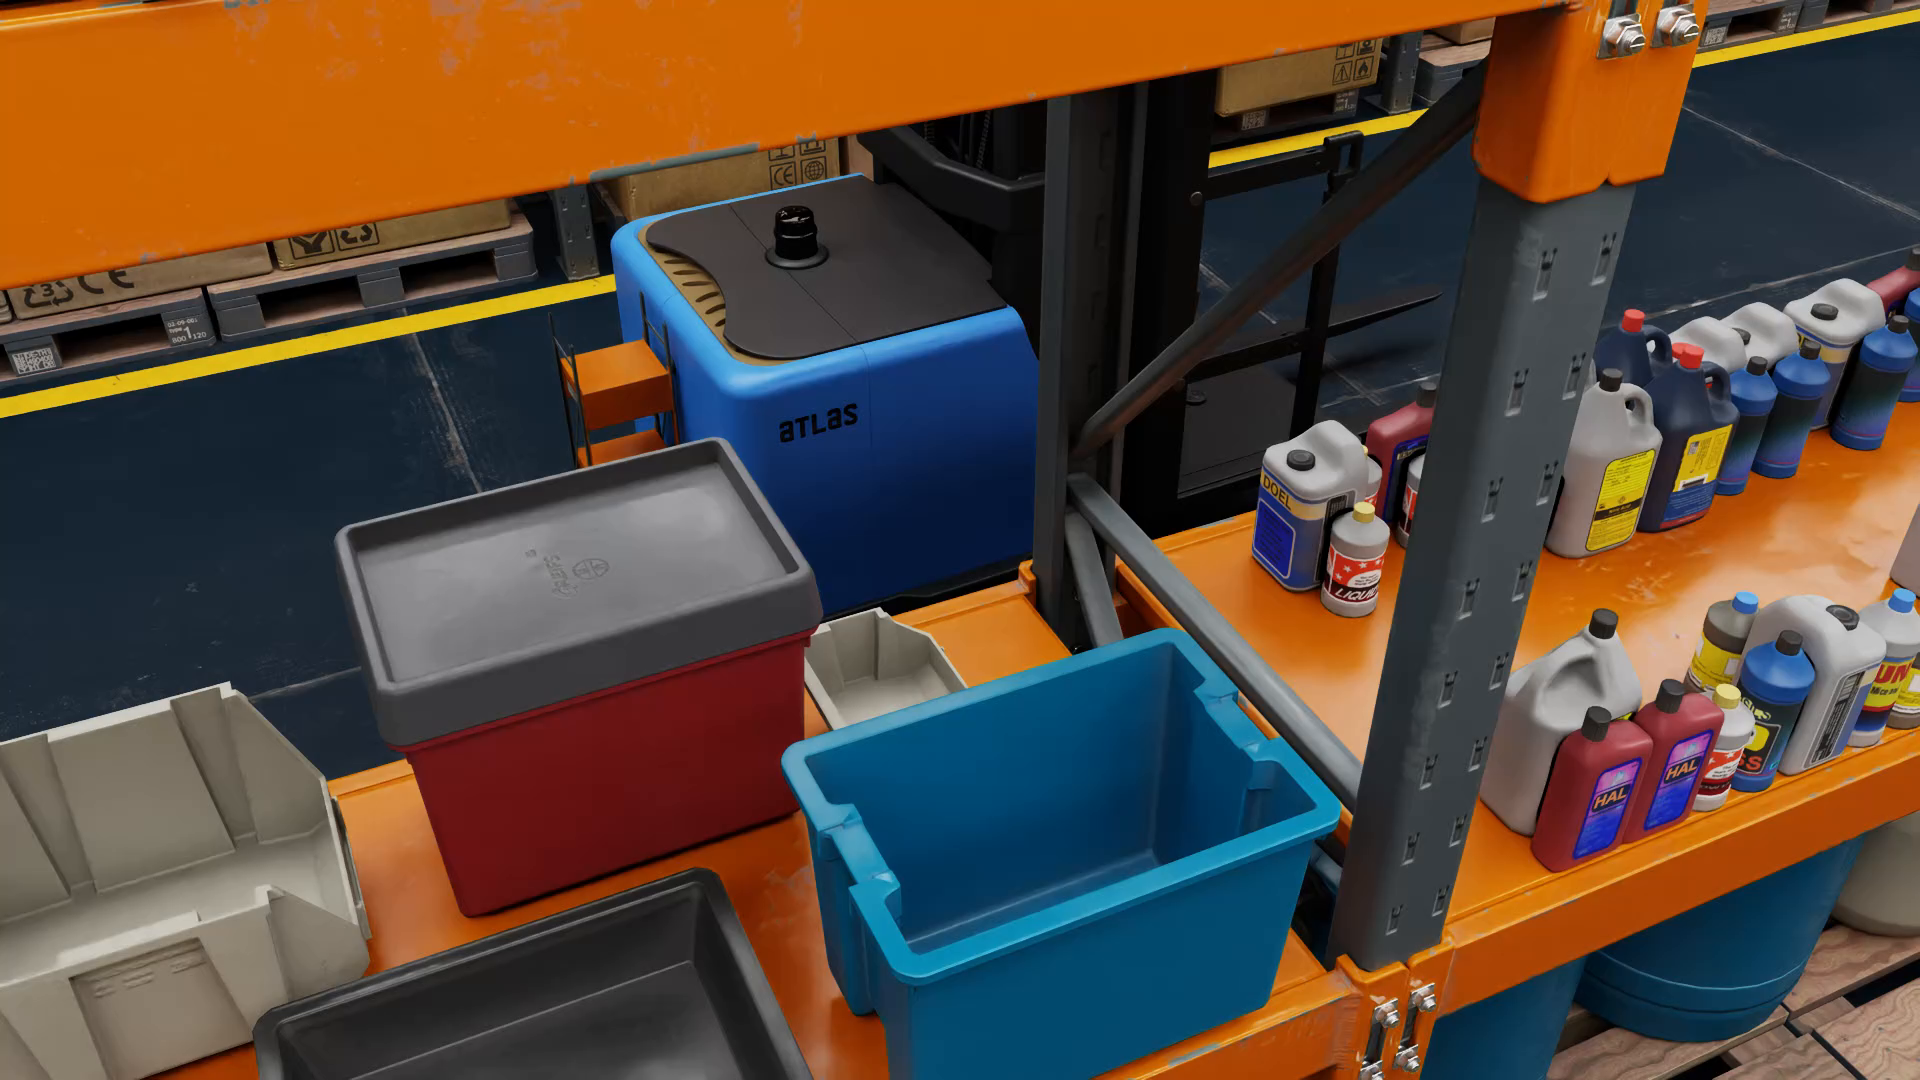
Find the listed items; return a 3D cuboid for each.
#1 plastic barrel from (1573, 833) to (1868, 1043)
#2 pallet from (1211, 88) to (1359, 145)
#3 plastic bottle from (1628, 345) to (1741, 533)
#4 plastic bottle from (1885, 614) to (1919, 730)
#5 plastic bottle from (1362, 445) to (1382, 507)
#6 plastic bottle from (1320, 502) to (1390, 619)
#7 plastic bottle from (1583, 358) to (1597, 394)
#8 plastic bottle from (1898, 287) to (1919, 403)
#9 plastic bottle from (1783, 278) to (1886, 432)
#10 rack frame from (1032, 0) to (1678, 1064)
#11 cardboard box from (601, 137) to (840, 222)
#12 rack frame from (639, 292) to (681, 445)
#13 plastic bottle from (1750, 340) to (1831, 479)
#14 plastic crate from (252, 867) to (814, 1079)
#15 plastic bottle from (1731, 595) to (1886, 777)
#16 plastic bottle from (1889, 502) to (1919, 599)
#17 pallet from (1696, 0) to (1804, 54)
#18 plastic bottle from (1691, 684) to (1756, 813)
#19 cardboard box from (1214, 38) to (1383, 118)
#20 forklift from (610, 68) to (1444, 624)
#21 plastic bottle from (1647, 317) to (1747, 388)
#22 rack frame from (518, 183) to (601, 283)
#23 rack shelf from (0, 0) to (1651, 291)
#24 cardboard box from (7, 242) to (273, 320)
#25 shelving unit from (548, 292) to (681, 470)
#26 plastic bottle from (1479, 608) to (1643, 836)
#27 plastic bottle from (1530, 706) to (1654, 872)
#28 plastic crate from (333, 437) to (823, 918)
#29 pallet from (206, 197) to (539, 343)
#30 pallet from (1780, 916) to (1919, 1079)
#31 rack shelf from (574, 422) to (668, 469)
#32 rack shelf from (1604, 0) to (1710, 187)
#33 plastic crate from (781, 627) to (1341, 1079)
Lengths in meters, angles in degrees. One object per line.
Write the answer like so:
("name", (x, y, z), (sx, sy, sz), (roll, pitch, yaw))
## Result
("plastic barrel", (1.534, 0.525, 3.434), (0.708, 0.901, 0.600), (-16, 39, -20))
("pallet", (1.164, -2.246, 8.102), (1.213, 0.211, 1.003), (-16, 39, -20))
("plastic bottle", (1.315, -0.200, 3.043), (0.185, 0.351, 0.144), (-16, 39, -20))
("plastic bottle", (1.510, 0.194, 2.637), (0.097, 0.201, 0.097), (0, 37, 0))
("plastic bottle", (0.706, -0.080, 3.007), (0.097, 0.201, 0.097), (0, 37, 0))
("plastic bottle", (0.682, 0.026, 2.863), (0.097, 0.201, 0.097), (0, 37, 0))
("plastic bottle", (1.086, -0.231, 3.085), (0.185, 0.351, 0.144), (-16, 39, -20))
("plastic bottle", (1.971, -0.422, 3.409), (0.097, 0.271, 0.097), (0, 37, 0))
("plastic bottle", (1.731, -0.379, 3.347), (0.135, 0.276, 0.152), (-16, 39, -20))
("rack frame", (0.393, 0.158, 2.519), (0.127, 3.000, 1.000), (-16, 39, -20))
("cardboard box", (-1.141, -2.001, 6.861), (0.875, 0.875, 1.225), (-15, 39, -20))
("rack frame", (-0.794, -0.178, 4.608), (0.008, 1.050, 0.200), (-17, 40, -22))
("plastic bottle", (1.591, -0.256, 3.185), (0.097, 0.271, 0.097), (0, 37, 0))
("plastic crate", (-0.506, 0.673, 2.006), (0.590, 0.125, 0.437), (-16, 39, -20))
("plastic bottle", (1.305, 0.204, 2.562), (0.135, 0.276, 0.152), (-16, 39, -20))
("plastic bottle", (1.747, -0.020, 2.863), (0.135, 0.276, 0.152), (-16, 39, -20))
("pallet", (3.720, -2.909, 8.995), (1.213, 0.211, 1.003), (-16, 39, -20))
("plastic bottle", (1.124, 0.302, 2.491), (0.097, 0.201, 0.097), (0, 37, 0))
("cardboard box", (1.276, -2.677, 7.773), (0.875, 0.875, 1.225), (-17, 40, -22))
("forklift", (0.559, -1.349, 4.609), (3.031, 2.935, 1.130), (-17, 40, -22))
("plastic bottle", (1.400, -0.286, 3.222), (0.135, 0.276, 0.152), (-16, 39, -20))
("rack frame", (-1.711, -2.513, 6.120), (0.127, 3.000, 1.000), (-16, 39, -20))
("rack shelf", (-1.417, -0.251, 1.157), (4.000, 0.370, 1.077), (-16, 39, -20))
("cardboard box", (-3.158, -1.476, 6.154), (0.875, 0.875, 0.875), (-16, 39, -20))
("shelving unit", (-0.902, -0.144, 4.563), (0.252, 1.050, 0.215), (-17, 40, -22))
("plastic bottle", (0.886, 0.253, 2.432), (0.185, 0.351, 0.144), (-16, 39, -20))
("plastic bottle", (0.906, 0.342, 2.369), (0.133, 0.283, 0.061), (-16, 39, -20))
("plastic crate", (-0.522, 0.199, 2.360), (0.583, 0.464, 0.402), (-16, 39, -20))
("pallet", (-2.433, -1.243, 6.748), (1.213, 0.211, 1.003), (-16, 39, -20))
("pallet", (2.215, 0.794, 4.002), (1.213, 0.211, 1.003), (-16, 39, -20))
("rack shelf", (-0.902, -0.136, 4.569), (0.240, 0.259, 0.215), (-17, 40, -22))
("rack shelf", (2.204, -1.264, 2.522), (4.000, 0.370, 1.077), (-16, 39, -20))
("plastic crate", (0.115, 0.443, 2.098), (0.575, 0.384, 0.392), (-16, 39, -20))
